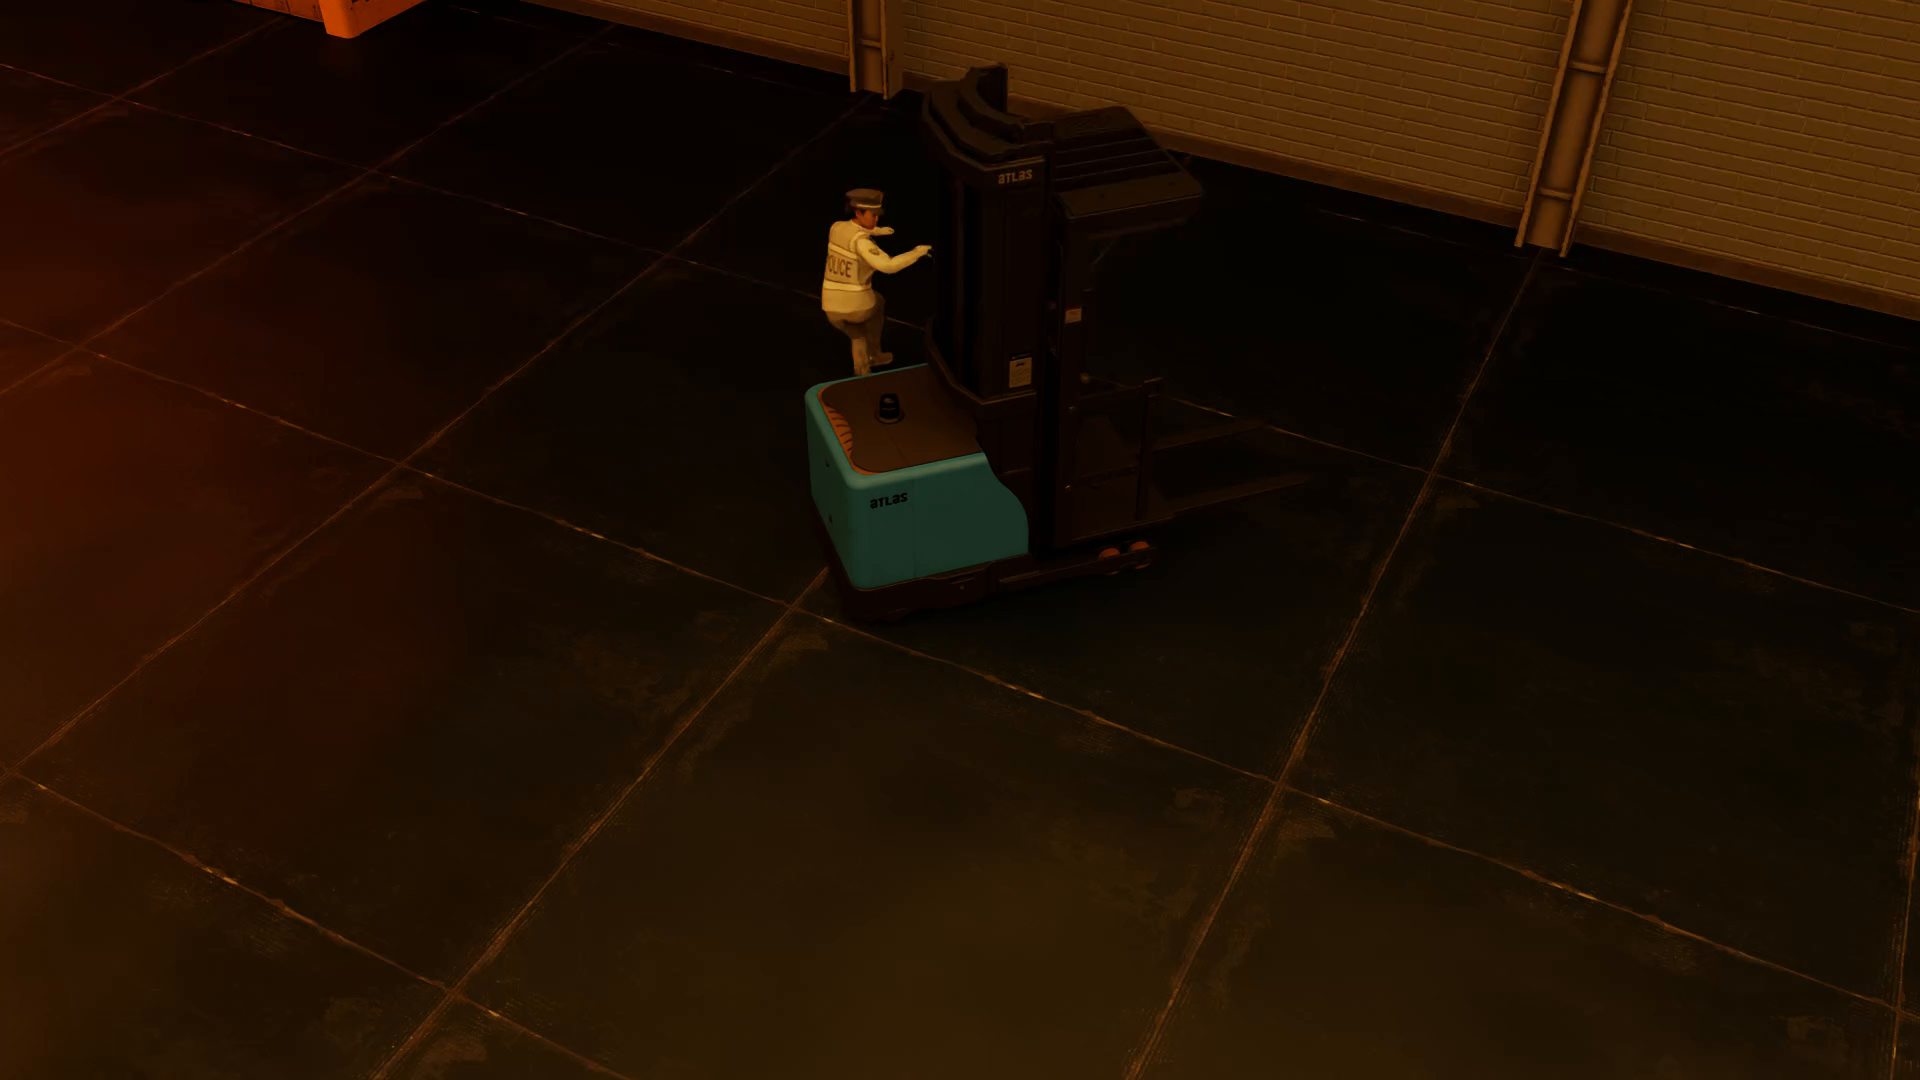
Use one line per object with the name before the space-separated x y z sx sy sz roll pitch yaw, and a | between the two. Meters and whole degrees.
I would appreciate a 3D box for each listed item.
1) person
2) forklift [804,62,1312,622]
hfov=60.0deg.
person | -0.512 -1.721 11.232 0.760 1.423 1.047 16 43 18
forklift | 0.656 -1.217 9.431 3.031 2.935 1.130 -13 42 -15
